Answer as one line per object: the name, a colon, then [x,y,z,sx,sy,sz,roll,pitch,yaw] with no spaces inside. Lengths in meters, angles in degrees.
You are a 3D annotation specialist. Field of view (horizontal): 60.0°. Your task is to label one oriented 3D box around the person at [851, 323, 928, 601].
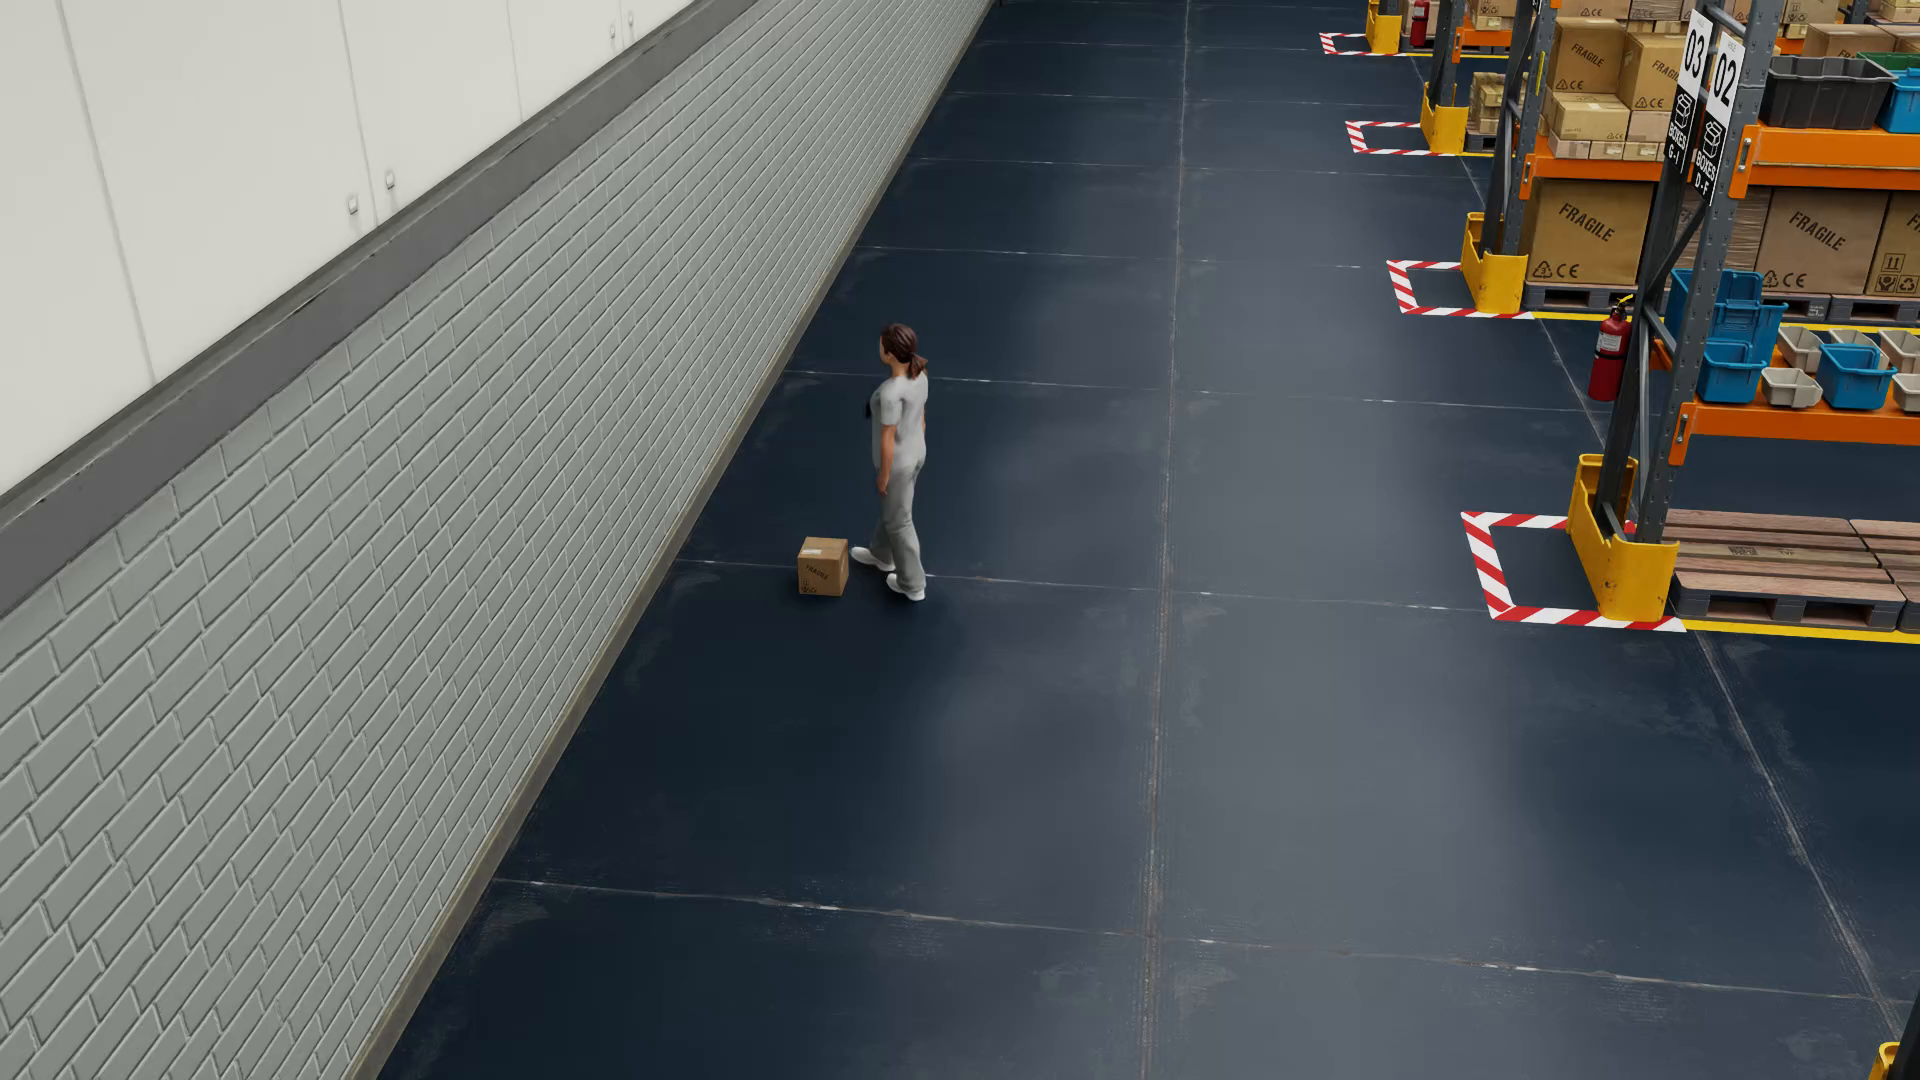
person: [-0.455,-0.470,9.484,0.621,1.666,0.448,13,31,23]
